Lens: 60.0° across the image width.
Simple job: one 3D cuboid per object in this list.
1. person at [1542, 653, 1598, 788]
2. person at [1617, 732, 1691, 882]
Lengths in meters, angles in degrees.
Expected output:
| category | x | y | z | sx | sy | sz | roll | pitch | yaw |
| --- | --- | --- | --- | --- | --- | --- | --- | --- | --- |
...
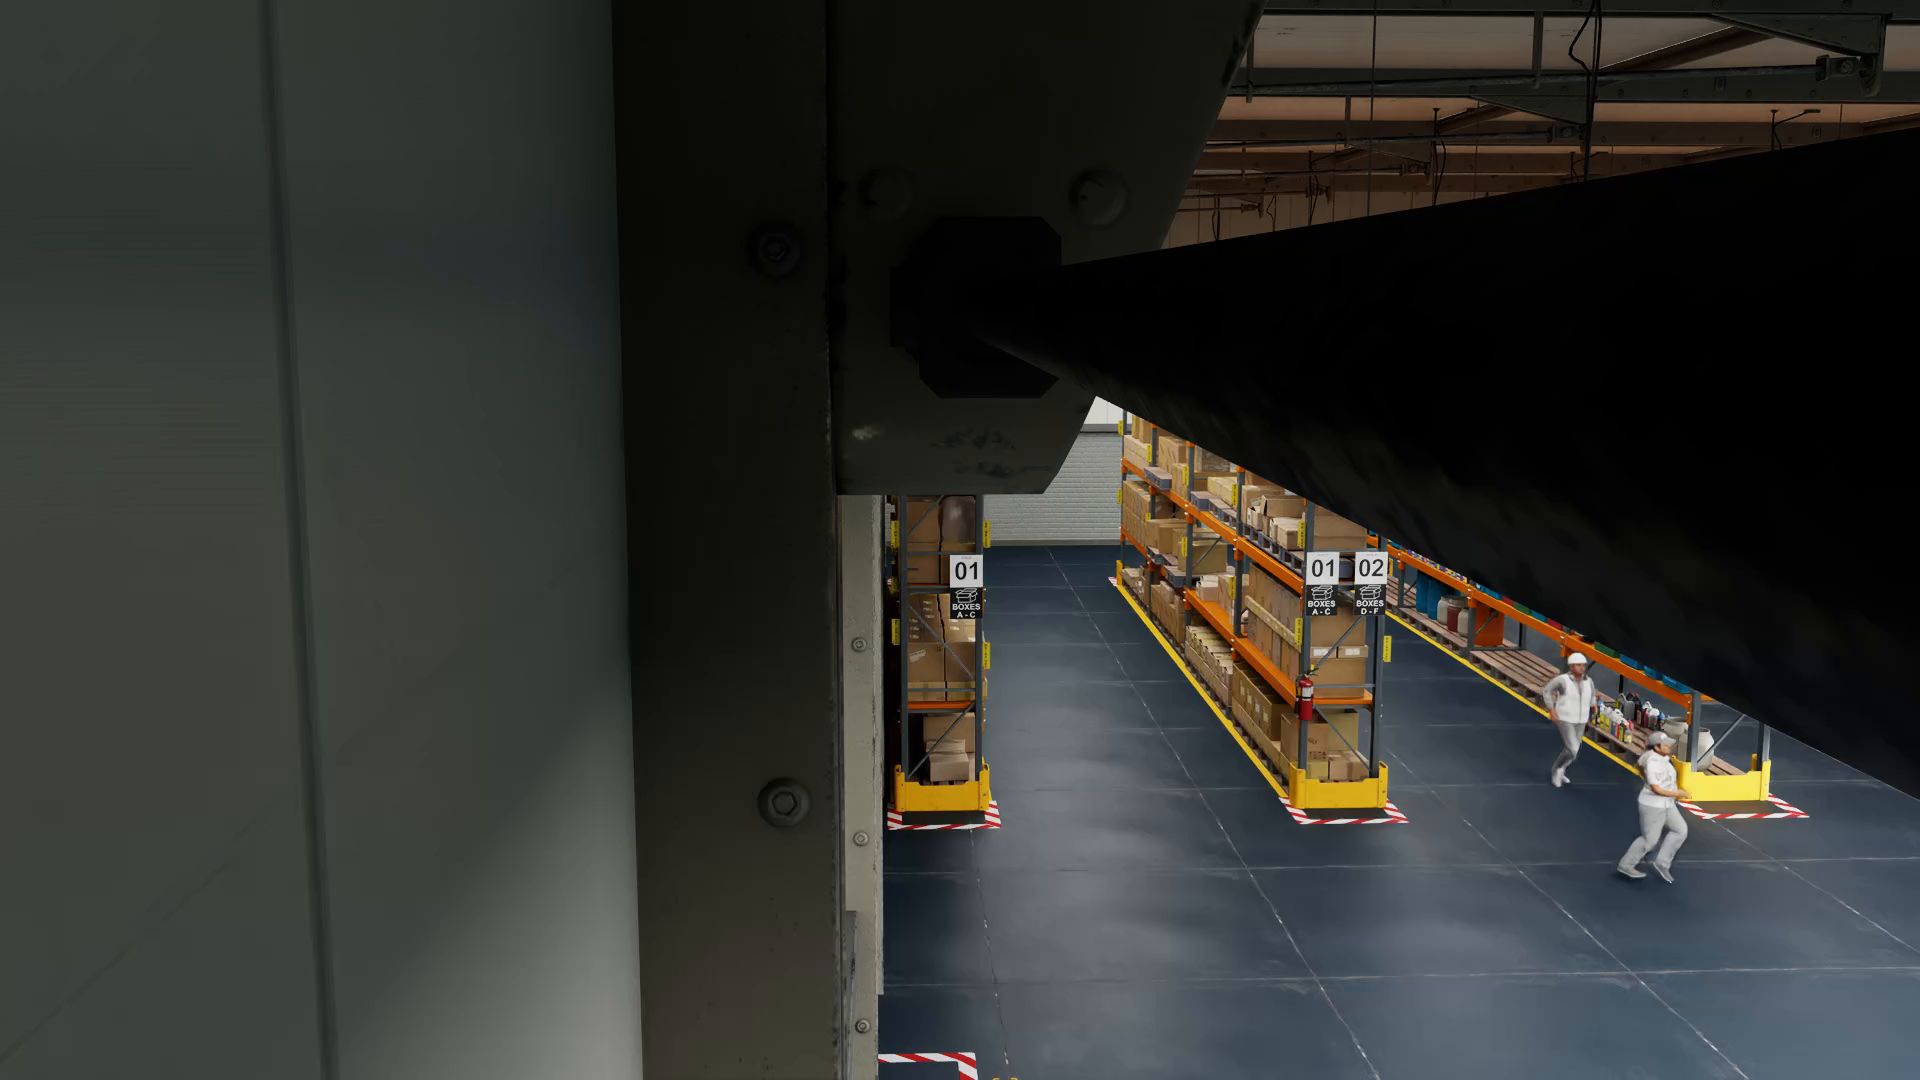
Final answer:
| category | x | y | z | sx | sy | sz | roll | pitch | yaw |
| --- | --- | --- | --- | --- | --- | --- | --- | --- | --- |
| person | 7.902 | 2.324 | 21.425 | 0.661 | 1.760 | 0.671 | -2 | 9 | -16 |
| person | 7.526 | 2.895 | 17.990 | 0.687 | 1.693 | 0.608 | 5 | 10 | 30 |
